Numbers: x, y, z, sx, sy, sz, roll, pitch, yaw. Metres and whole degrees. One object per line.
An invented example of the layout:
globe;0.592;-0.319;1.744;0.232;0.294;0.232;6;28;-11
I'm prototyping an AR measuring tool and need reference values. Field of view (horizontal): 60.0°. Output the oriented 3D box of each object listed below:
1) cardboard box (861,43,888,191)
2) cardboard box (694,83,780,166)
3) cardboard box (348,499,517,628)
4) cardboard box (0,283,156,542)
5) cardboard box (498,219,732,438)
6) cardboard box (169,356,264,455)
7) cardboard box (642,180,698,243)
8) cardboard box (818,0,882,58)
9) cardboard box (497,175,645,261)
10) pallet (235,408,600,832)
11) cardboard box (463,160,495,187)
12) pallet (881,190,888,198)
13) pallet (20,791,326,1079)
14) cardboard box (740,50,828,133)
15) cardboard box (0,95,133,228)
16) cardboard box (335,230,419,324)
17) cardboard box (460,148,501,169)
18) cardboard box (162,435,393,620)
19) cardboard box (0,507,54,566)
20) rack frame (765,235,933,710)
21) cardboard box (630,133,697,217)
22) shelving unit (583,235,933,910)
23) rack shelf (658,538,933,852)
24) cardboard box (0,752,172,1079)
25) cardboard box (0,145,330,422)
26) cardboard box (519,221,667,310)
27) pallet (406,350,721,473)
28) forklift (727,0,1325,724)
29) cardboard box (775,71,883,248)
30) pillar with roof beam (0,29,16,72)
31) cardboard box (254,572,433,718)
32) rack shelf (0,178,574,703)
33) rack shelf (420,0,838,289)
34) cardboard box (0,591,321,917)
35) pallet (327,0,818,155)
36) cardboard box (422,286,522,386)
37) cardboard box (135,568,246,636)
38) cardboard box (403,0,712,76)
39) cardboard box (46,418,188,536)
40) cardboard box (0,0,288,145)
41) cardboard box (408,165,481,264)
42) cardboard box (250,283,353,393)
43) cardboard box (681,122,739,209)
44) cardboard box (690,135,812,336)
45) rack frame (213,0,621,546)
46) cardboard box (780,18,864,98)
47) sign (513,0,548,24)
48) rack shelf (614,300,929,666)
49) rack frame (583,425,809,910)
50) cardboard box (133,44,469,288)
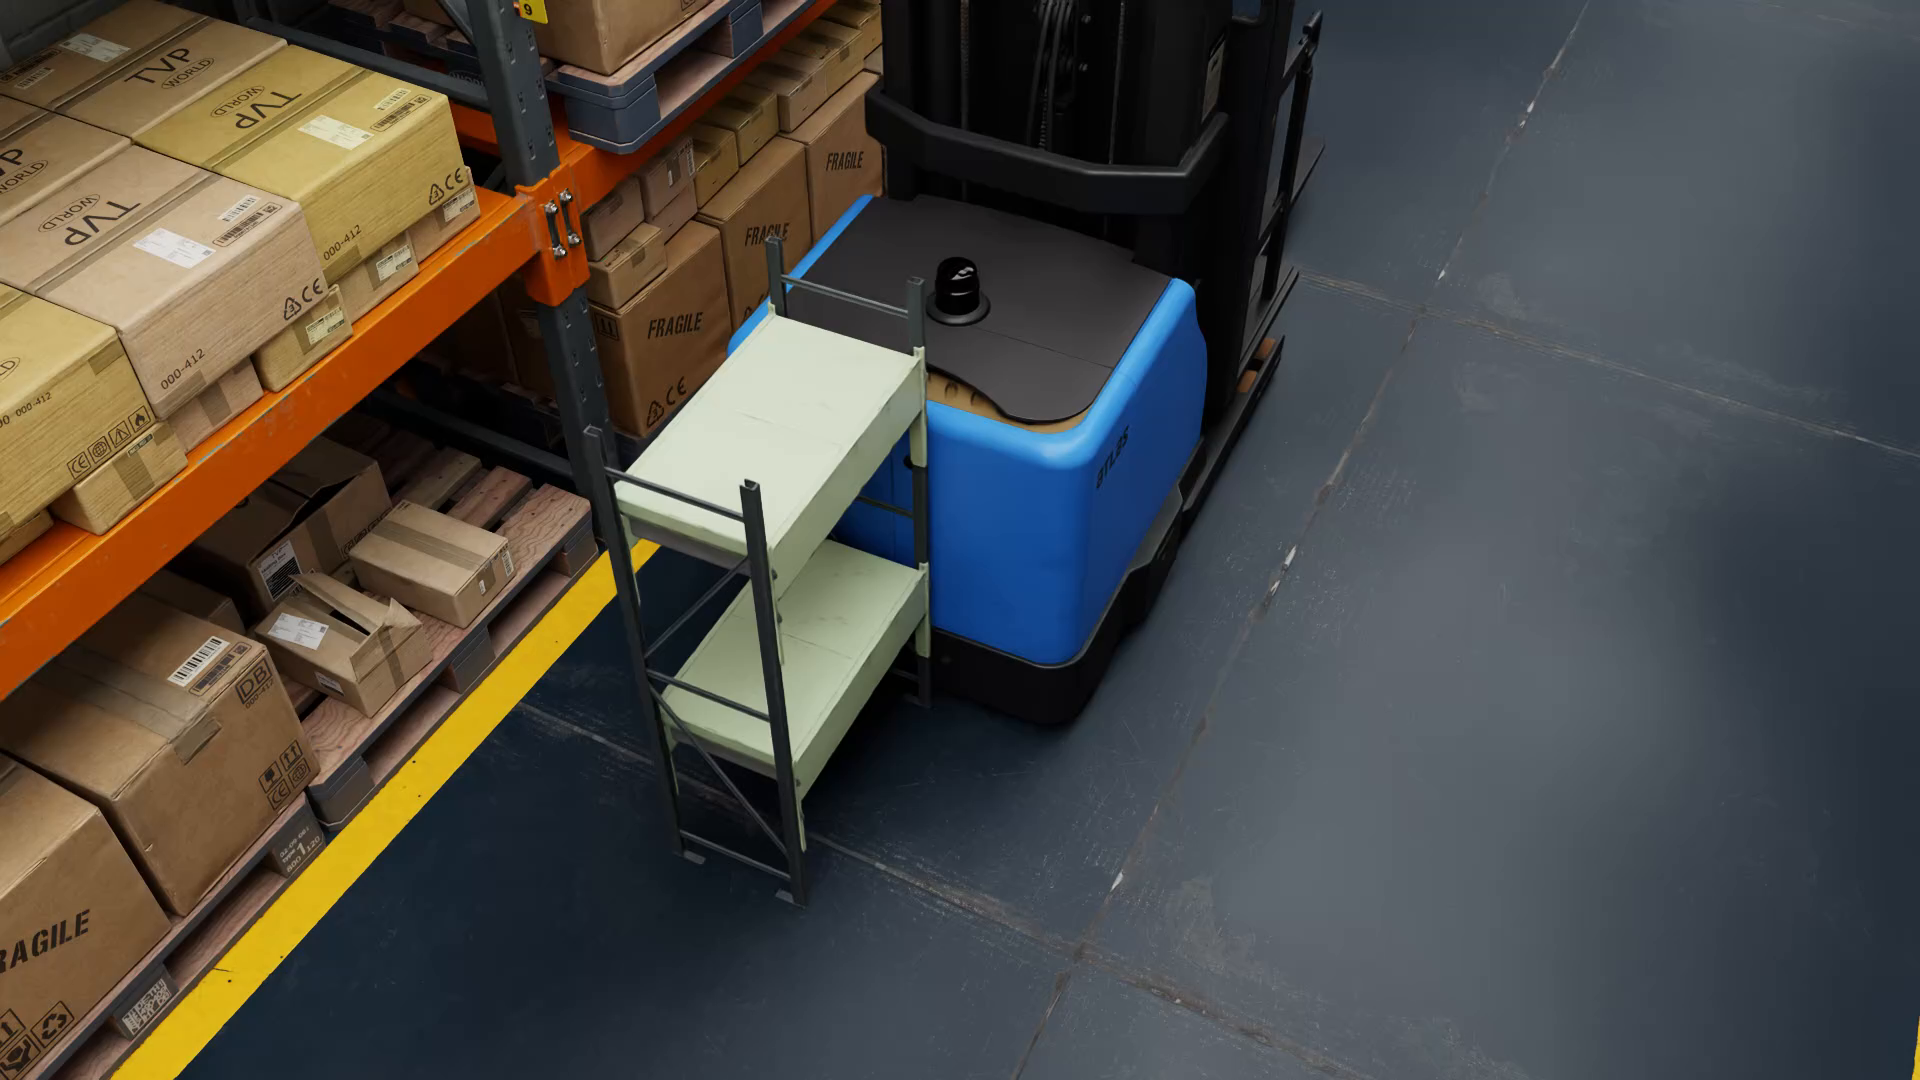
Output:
cardboard box;-0.372;-1.713;6.296;0.500;0.500;0.500;19;48;18
cardboard box;-0.830;-1.415;5.545;0.380;0.149;0.250;20;49;18
cardboard box;-1.515;0.065;4.786;0.380;0.149;0.250;19;48;18
cardboard box;-1.999;-0.257;3.292;0.500;0.250;0.500;20;49;19
cardboard box;-1.093;-0.736;5.331;0.500;0.500;0.500;22;49;21
cardboard box;-1.787;-0.365;3.679;0.380;0.149;0.250;22;49;20
cardboard box;-1.054;-1.072;5.207;0.380;0.149;0.250;19;48;18
cardboard box;-0.464;-1.895;6.020;0.380;0.149;0.250;21;49;19
cardboard box;-1.168;-0.997;4.923;0.380;0.149;0.250;20;49;18
pallet;-1.836;0.176;4.928;1.003;0.211;1.213;20;49;19
cardboard box;-1.601;-1.061;5.196;0.380;0.149;0.250;19;48;18
pallet;-0.607;-1.553;6.637;1.003;0.211;1.213;20;49;19
pallet;-2.401;0.947;4.166;1.003;0.211;1.213;20;49;19
cardboard box;-0.681;-1.560;5.689;0.380;0.149;0.250;20;49;19
cardboard box;-2.212;-0.748;3.776;0.500;0.250;0.500;20;49;19
cardboard box;-1.542;-0.693;4.003;0.380;0.149;0.250;22;49;20
cardboard box;-1.484;-1.229;5.361;0.380;0.149;0.250;20;49;19
cardboard box;-2.033;-0.101;4.836;0.500;0.311;0.500;22;49;20
cardboard box;-2.100;-0.069;3.386;0.380;0.149;0.250;21;49;20
rack frame;-0.264;-0.108;4.302;0.400;1.500;0.023;19;48;17
cardboard box;-1.036;-1.156;5.081;0.380;0.149;0.250;18;48;17
shelving unit;-0.420;0.127;4.070;0.431;1.500;0.755;19;48;17
rack shelf;-0.420;0.356;4.302;0.431;0.370;0.720;19;48;17
cardboard box;-2.240;0.834;3.779;0.500;0.500;0.500;21;49;20
cardboard box;-1.756;-0.567;3.598;0.500;0.250;0.500;21;49;19
cardboard box;-1.114;-0.872;5.009;0.380;0.149;0.250;23;50;21
pallet;-1.172;-0.782;5.874;1.003;0.211;1.213;20;49;19
forklift;0.470;-1.574;4.744;1.130;2.935;3.031;19;48;17
cardboard box;-0.619;-1.388;5.975;0.500;0.500;0.500;19;48;18
pillar with roof beam;1.175;-1.783;0.686;9.100;9.000;0.400;20;49;19
cardboard box;-1.681;0.249;4.522;0.396;0.266;0.258;22;49;20
rack shelf;-2.445;0.276;3.374;1.077;0.370;4.000;20;49;19
rack shelf;-0.588;-2.244;5.865;1.077;0.370;4.000;20;49;19
cardboard box;-2.092;0.480;4.129;0.700;0.500;0.500;19;48;18
pallet;-1.049;-1.637;4.894;1.003;0.211;1.213;20;49;19
cardboard box;-1.551;-0.913;5.506;0.500;0.500;0.500;20;49;19
cardboard box;-2.234;0.229;4.624;0.380;0.149;0.250;20;49;19
cardboard box;-1.094;-1.651;4.407;0.700;0.500;0.500;22;49;20
cardboard box;-1.881;-0.195;3.510;0.380;0.149;0.250;20;49;18
cardboard box;-1.986;-1.066;4.091;0.500;0.250;0.500;20;49;19
cardboard box;-1.441;-0.864;4.172;0.380;0.149;0.250;21;49;20
cardboard box;-1.642;-0.522;3.833;0.380;0.149;0.250;22;49;20
cardboard box;-0.945;-1.238;5.370;0.380;0.149;0.250;18;48;17
cardboard box;-0.854;-1.075;5.666;0.500;0.500;0.500;20;49;19
rack frame;-1.516;-1.237;4.364;1.000;3.000;0.127;20;49;19
cardboard box;-0.564;-1.715;5.843;0.380;0.149;0.250;22;49;20
sign;-1.032;-1.367;3.883;0.100;0.325;0.005;20;49;19
rack shelf;-0.420;-0.147;3.792;0.431;0.370;0.720;19;48;17
rack frame;-0.577;0.362;3.837;0.400;1.500;0.023;19;48;17
cardboard box;-1.537;-0.888;3.915;0.500;0.250;0.500;22;49;20
